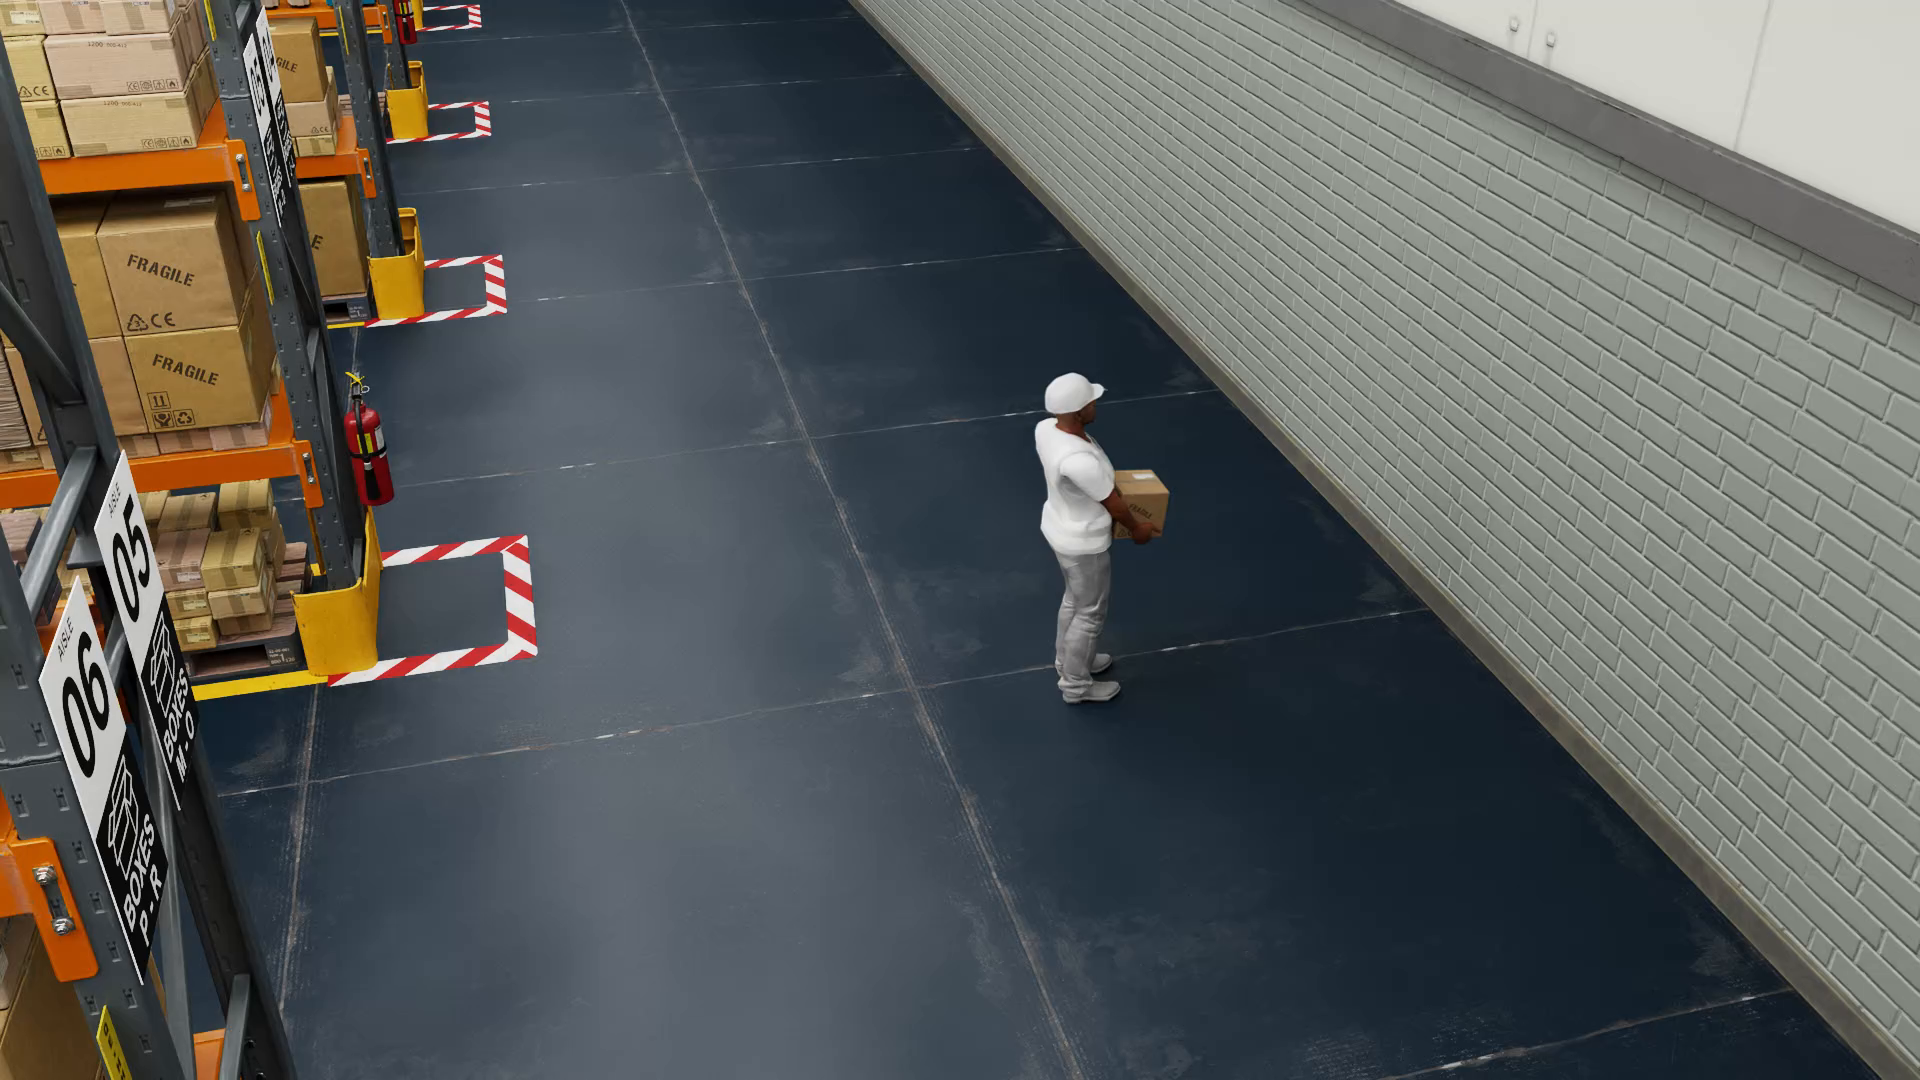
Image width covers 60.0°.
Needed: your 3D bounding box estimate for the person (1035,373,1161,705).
[{"bbox_3d":[0.674,-0.029,8.273,0.577,1.759,0.502,-8,31,-13],"label":"person"}]
